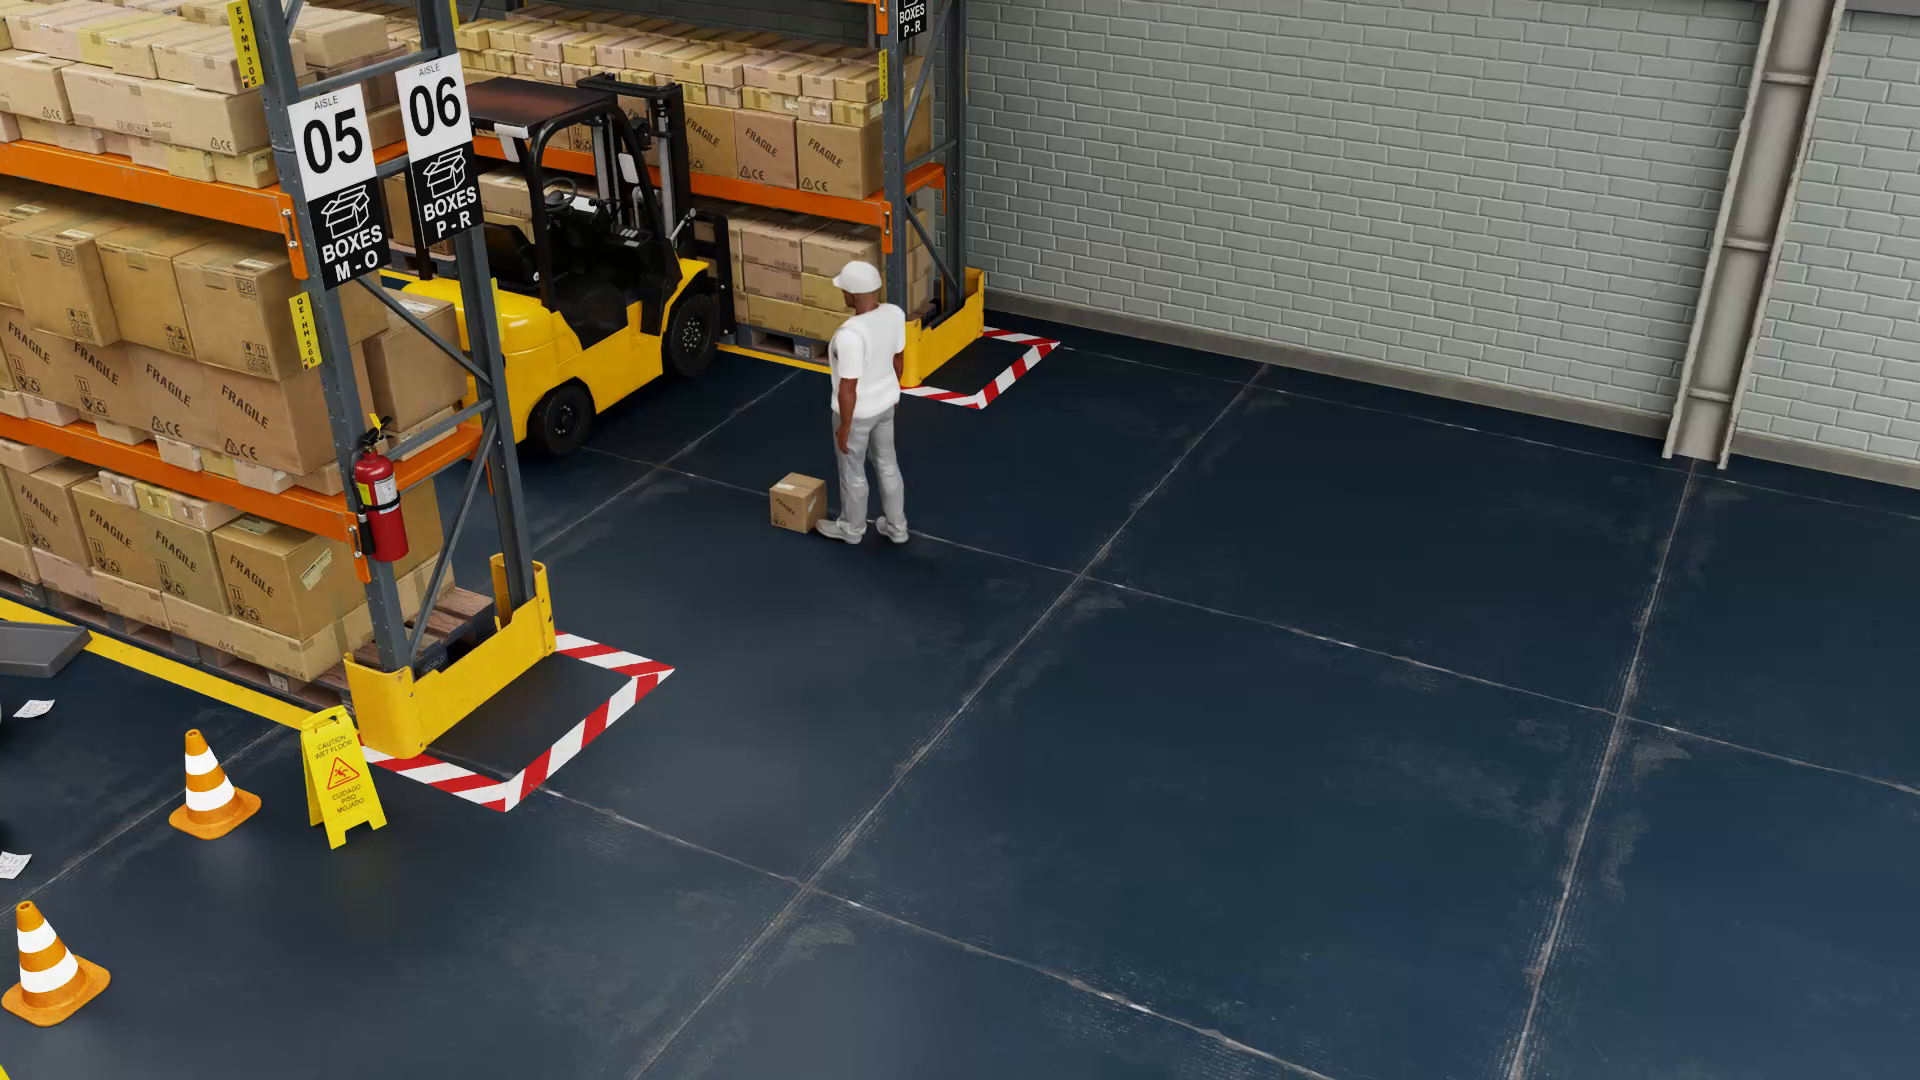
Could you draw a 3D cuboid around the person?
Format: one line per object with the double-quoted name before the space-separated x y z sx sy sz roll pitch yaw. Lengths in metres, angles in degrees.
"person" -0.569 -0.790 9.630 0.548 1.775 0.597 22 36 33
